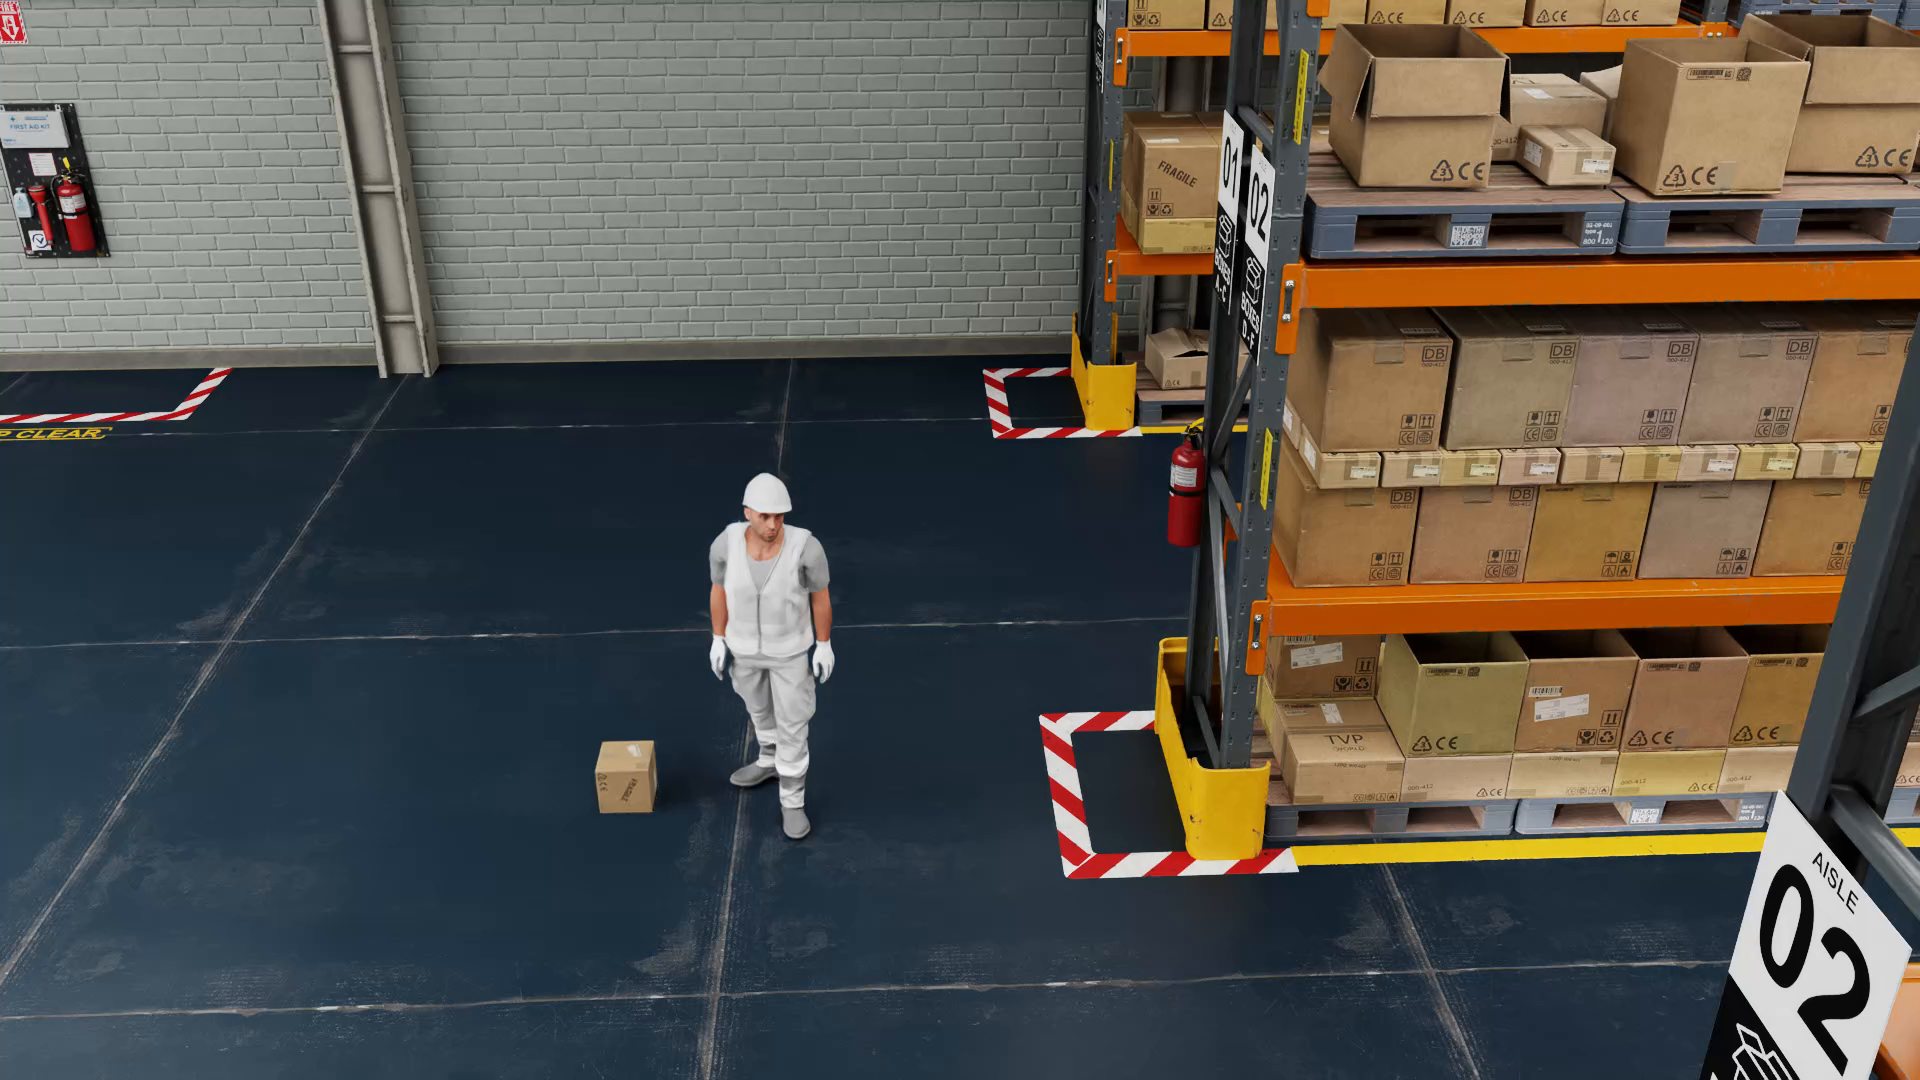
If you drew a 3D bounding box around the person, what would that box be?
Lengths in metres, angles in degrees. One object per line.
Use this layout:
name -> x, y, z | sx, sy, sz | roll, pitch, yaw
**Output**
person -> -0.863, 0.488, 7.648 | 0.570, 1.788, 0.564 | 5, 28, 9
